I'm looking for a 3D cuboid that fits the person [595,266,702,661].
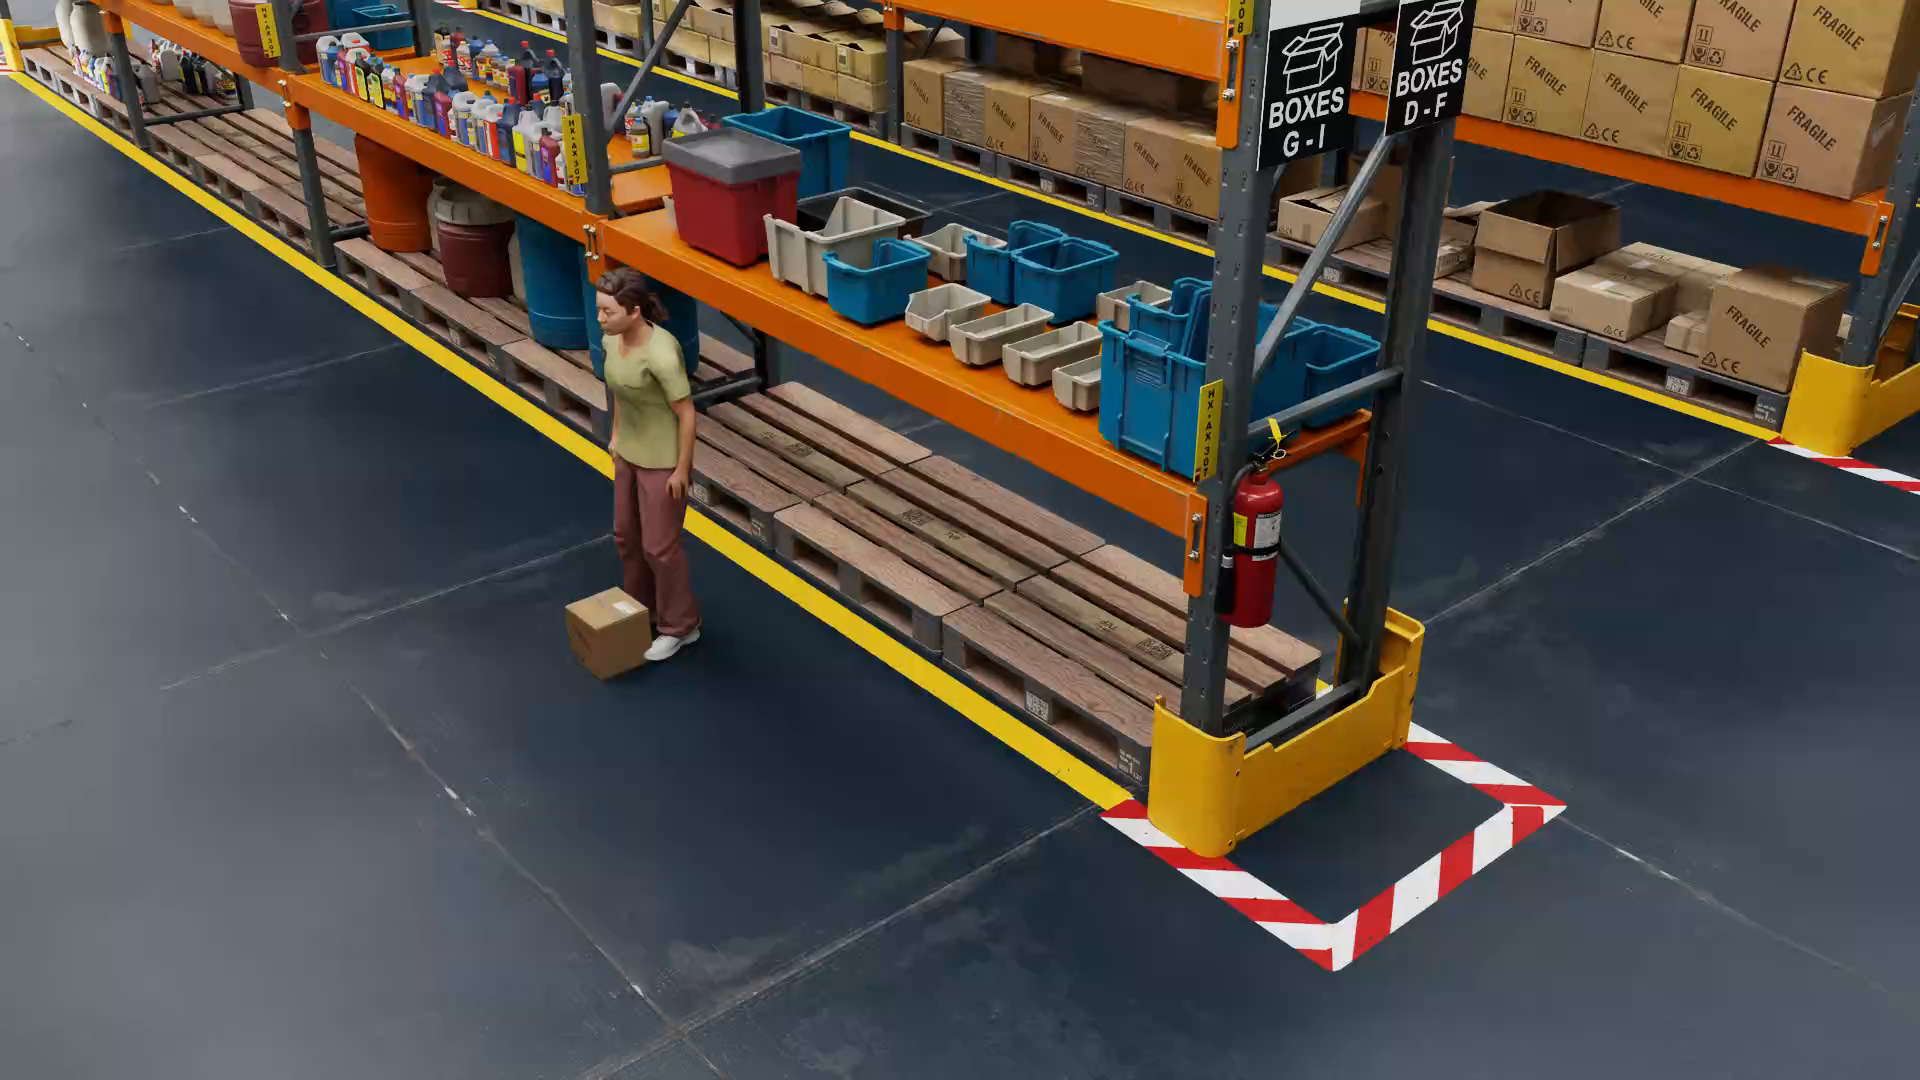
[{"bbox_3d":[-1.274,-0.315,6.712,0.347,1.671,0.511,-24,37,-37],"label":"person"}]
